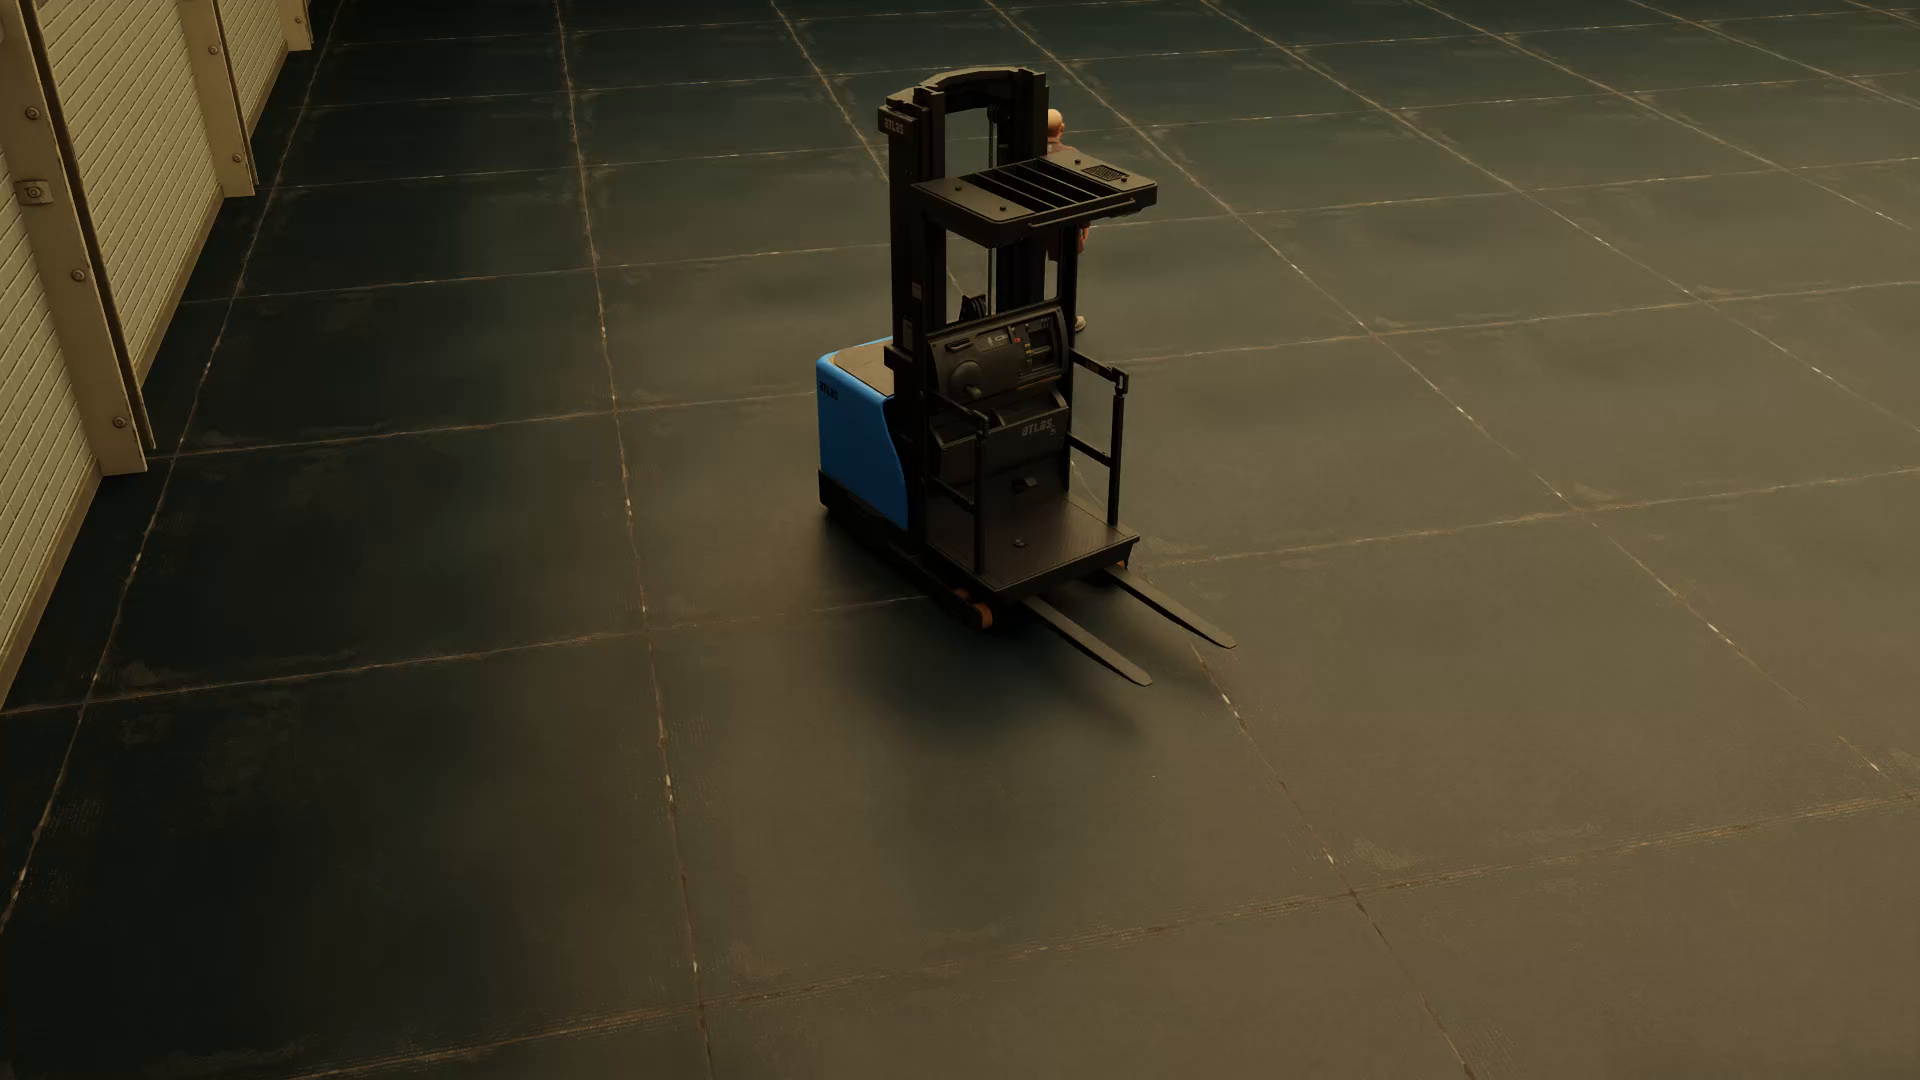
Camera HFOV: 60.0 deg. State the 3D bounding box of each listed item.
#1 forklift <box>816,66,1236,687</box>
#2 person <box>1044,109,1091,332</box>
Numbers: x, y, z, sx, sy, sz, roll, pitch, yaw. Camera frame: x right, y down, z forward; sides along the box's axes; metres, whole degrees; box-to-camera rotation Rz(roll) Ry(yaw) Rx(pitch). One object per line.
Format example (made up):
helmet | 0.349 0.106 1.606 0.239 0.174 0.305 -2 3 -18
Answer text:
forklift | 0.355 -1.021 9.338 1.130 2.935 3.031 -20 35 -30
person | 0.705 -2.463 12.983 0.643 1.774 0.420 7 31 11
